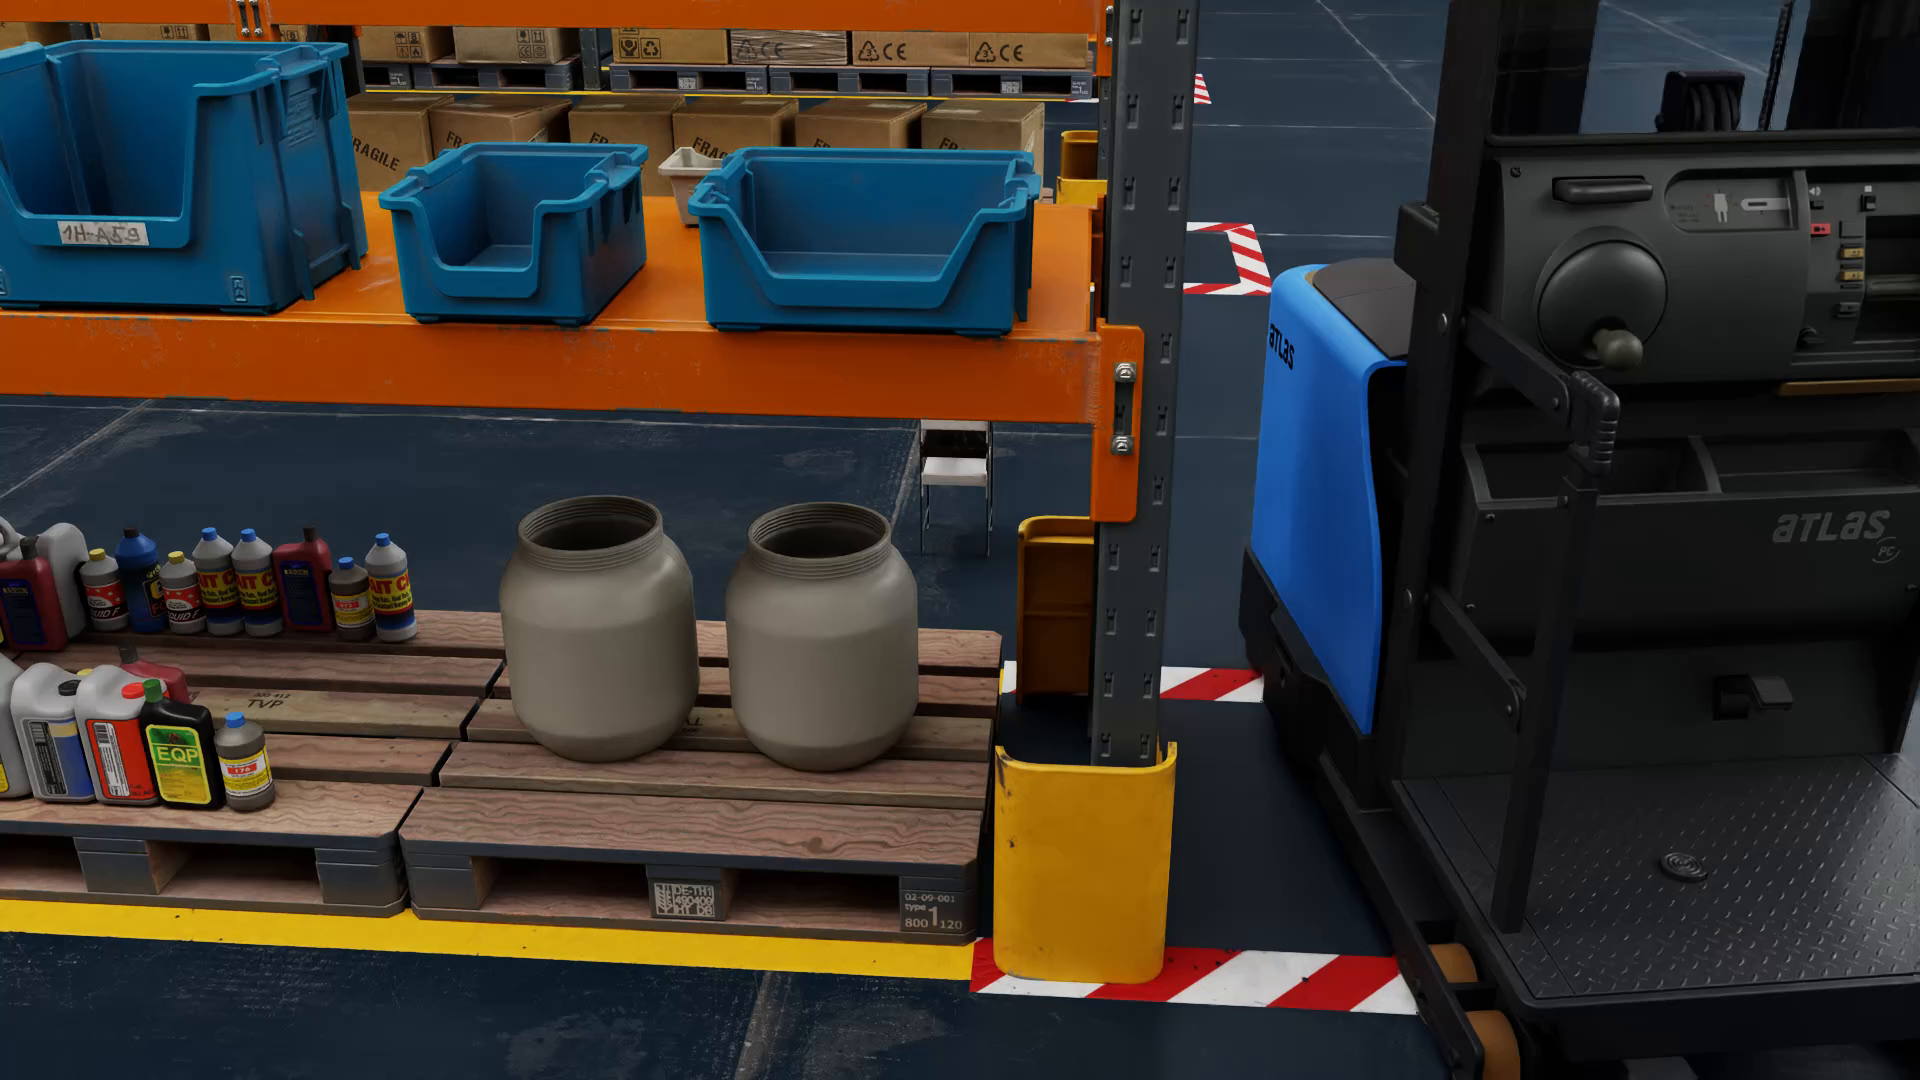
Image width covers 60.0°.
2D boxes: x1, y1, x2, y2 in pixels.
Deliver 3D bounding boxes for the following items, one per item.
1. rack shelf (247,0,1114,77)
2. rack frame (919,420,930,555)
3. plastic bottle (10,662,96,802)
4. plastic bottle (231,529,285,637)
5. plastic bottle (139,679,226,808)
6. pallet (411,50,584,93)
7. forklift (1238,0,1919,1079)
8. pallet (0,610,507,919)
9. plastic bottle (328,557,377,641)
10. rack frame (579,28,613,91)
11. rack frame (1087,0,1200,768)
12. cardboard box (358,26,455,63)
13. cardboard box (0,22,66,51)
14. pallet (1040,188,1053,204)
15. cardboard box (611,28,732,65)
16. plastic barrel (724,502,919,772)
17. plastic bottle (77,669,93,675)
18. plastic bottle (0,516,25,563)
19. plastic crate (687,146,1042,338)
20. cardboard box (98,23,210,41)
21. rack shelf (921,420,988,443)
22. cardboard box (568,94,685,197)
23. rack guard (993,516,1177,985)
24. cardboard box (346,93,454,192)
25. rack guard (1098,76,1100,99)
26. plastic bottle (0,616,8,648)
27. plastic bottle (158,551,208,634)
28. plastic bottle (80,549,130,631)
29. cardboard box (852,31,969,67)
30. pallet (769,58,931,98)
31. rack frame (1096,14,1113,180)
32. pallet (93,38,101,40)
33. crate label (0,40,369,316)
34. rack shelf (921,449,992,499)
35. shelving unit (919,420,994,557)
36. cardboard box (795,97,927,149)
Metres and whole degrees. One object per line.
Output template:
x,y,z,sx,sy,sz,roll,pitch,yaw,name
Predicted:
-1.255,-2.541,8.044,4.000,0.370,1.077,2,25,4,rack shelf
-0.109,-0.412,5.070,0.006,0.900,0.240,2,25,4,rack frame
-1.893,0.398,3.528,0.135,0.276,0.152,1,25,3,plastic bottle
-1.766,0.102,4.178,0.097,0.271,0.097,0,25,0,plastic bottle
-1.623,0.423,3.466,0.133,0.283,0.061,2,25,5,plastic bottle
-3.544,-3.722,13.086,1.213,0.211,1.003,2,25,4,pallet
1.423,-0.459,2.742,1.130,2.935,3.031,-2,25,-5,forklift
-1.743,0.476,3.962,1.213,0.211,1.003,2,25,4,pallet
-1.528,0.141,4.176,0.097,0.201,0.097,0,25,0,plastic bottle
-2.769,-4.995,12.518,0.127,3.000,1.000,2,25,4,rack frame
0.360,-0.739,3.268,0.127,3.000,1.000,2,25,4,rack frame
-4.356,-4.179,12.933,0.750,0.750,1.050,2,25,4,cardboard box
-7.434,-4.091,13.040,0.500,0.500,0.500,2,25,4,cardboard box
-0.144,-1.580,8.431,1.213,0.211,1.003,2,25,4,pallet
-2.147,-4.172,12.767,0.875,0.875,0.875,2,25,5,cardboard box
-0.303,0.211,3.677,0.421,0.512,0.421,0,25,0,plastic barrel
-1.902,0.380,3.658,0.097,0.201,0.097,0,25,0,plastic bottle
-2.451,0.053,4.188,0.185,0.351,0.144,2,25,4,plastic bottle
-0.162,-0.563,3.063,0.616,0.251,0.499,2,25,4,plastic crate
-6.157,-4.235,13.055,0.750,0.750,1.050,2,25,3,cardboard box
-0.008,-0.379,5.076,0.200,0.077,0.258,2,25,4,rack shelf
-1.657,-1.955,8.398,0.500,0.500,0.500,0,25,-1,cardboard box
0.280,0.414,3.753,0.348,0.500,1.175,2,25,4,rack guard
-2.854,-1.957,8.403,0.500,0.500,0.500,1,25,2,cardboard box
1.243,-3.731,12.761,0.348,0.500,1.175,2,25,4,rack guard
-2.433,0.127,4.108,0.133,0.283,0.061,2,25,4,plastic bottle
-1.965,0.127,4.207,0.097,0.201,0.097,0,25,0,plastic bottle
-2.170,0.120,4.221,0.097,0.201,0.097,0,25,0,plastic bottle
-0.339,-4.114,12.643,0.875,0.875,0.875,1,25,3,cardboard box
-0.797,-3.634,12.895,1.213,0.211,1.003,2,25,4,pallet
0.739,-2.803,7.754,0.127,3.000,1.000,2,25,4,rack frame
-7.536,-3.882,13.435,1.213,0.211,1.003,2,25,4,pallet
-1.496,-0.701,3.144,0.616,0.435,0.502,2,25,4,crate label
-0.008,-0.215,5.152,0.200,0.077,0.258,2,25,4,rack shelf
-0.008,-0.409,5.062,0.210,0.900,0.258,2,25,4,shelving unit
-0.481,-1.890,8.258,0.500,0.500,0.500,8,26,18,cardboard box
